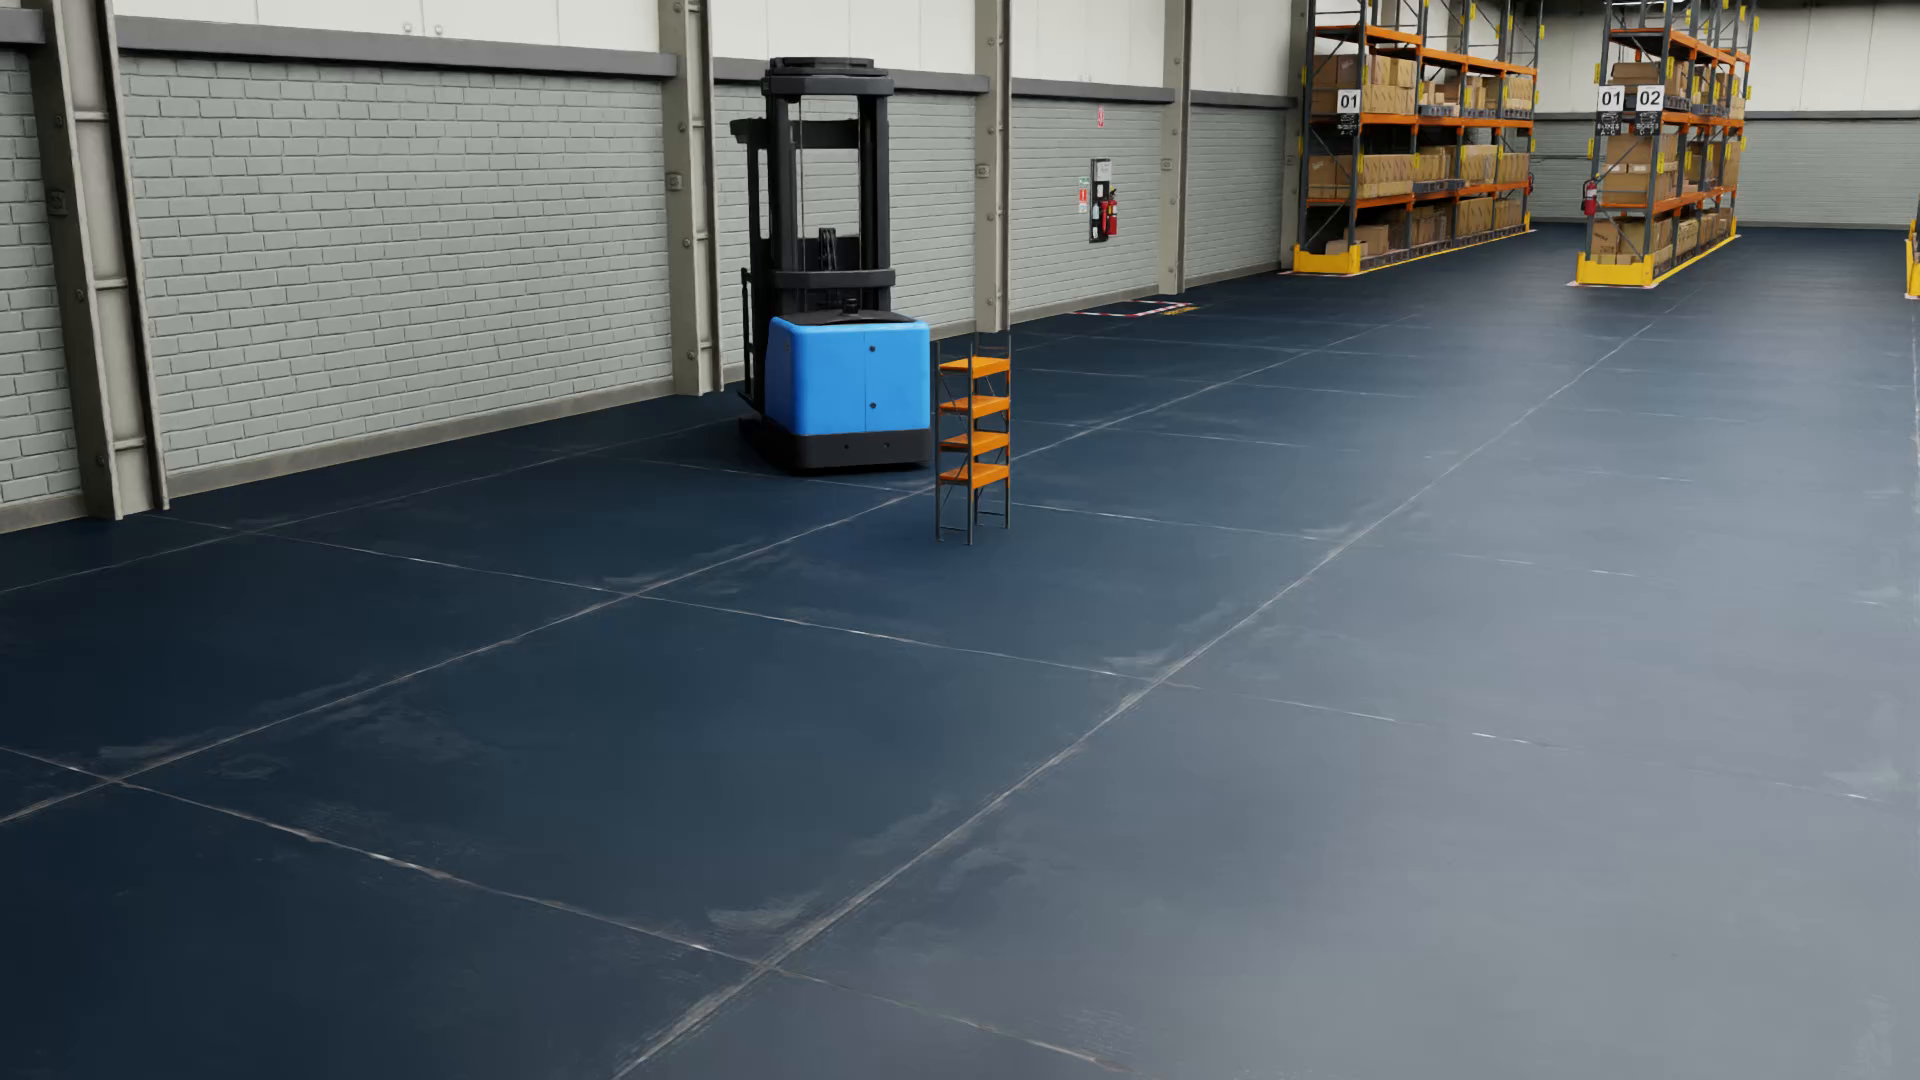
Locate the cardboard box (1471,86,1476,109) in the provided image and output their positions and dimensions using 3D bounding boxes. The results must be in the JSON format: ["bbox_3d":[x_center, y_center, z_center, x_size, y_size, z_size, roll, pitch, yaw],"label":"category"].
[{"bbox_3d":[11.393,-10.120,38.059,0.700,0.500,0.500,7,15,28],"label":"cardboard box"}]

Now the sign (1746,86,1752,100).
[{"bbox_3d":[19.174,-10.867,40.418,0.100,0.325,0.005,7,15,28],"label":"sign"}]

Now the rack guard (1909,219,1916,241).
[{"bbox_3d":[23.032,-7.274,39.139,1.175,0.500,0.348,7,15,28],"label":"rack guard"}]

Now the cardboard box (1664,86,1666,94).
[{"bbox_3d":[11.686,-7.592,28.066,0.380,0.149,0.250,7,15,28],"label":"cardboard box"}]

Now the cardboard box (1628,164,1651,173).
[{"bbox_3d":[11.341,-6.182,27.680,0.380,0.149,0.250,7,15,28],"label":"cardboard box"}]

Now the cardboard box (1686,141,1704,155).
[{"bbox_3d":[16.782,-8.892,38.170,0.500,0.500,0.500,7,15,28],"label":"cardboard box"}]

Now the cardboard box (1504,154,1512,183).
[{"bbox_3d":[13.060,-9.189,41.109,0.980,0.700,0.700,7,15,27],"label":"cardboard box"}]

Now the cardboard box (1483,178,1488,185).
[{"bbox_3d":[12.168,-8.407,39.001,0.380,0.149,0.250,7,15,28],"label":"cardboard box"}]

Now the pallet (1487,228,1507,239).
[{"bbox_3d":[12.862,-7.576,41.009,1.003,0.211,1.213,7,15,28],"label":"pallet"}]

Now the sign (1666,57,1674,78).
[{"bbox_3d":[11.446,-7.620,26.806,0.100,0.325,0.005,7,15,28],"label":"sign"}]

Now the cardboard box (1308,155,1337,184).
[{"bbox_3d":[6.666,-6.745,30.288,0.500,0.500,0.500,7,15,27],"label":"cardboard box"}]

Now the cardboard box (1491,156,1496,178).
[{"bbox_3d":[12.423,-8.864,39.512,0.500,0.500,0.500,7,15,27],"label":"cardboard box"}]

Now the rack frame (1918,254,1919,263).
[{"bbox_3d":[17.231,-6.021,28.608,1.000,3.000,0.127,7,15,28],"label":"rack frame"}]

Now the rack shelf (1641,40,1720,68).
[{"bbox_3d":[13.863,-9.366,32.069,1.077,0.370,4.000,7,15,28],"label":"rack shelf"}]

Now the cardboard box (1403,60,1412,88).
[{"bbox_3d":[8.296,-8.898,31.753,0.500,0.500,0.500,8,16,31],"label":"cardboard box"}]

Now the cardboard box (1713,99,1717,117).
[{"bbox_3d":[15.509,-9.215,35.243,0.910,0.500,0.500,7,15,28],"label":"cardboard box"}]

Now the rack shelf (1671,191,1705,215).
[{"bbox_3d":[13.863,-6.644,32.725,1.077,0.370,4.000,7,15,28],"label":"rack shelf"}]

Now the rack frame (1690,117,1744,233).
[{"bbox_3d":[18.697,-9.045,41.151,1.000,3.000,0.127,7,15,28],"label":"rack frame"}]

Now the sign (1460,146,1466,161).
[{"bbox_3d":[10.971,-8.429,36.294,0.100,0.325,0.005,7,15,28],"label":"sign"}]

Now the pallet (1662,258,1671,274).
[{"bbox_3d":[12.475,-5.069,30.609,1.003,0.211,1.213,7,15,28],"label":"pallet"}]

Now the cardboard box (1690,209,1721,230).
[{"bbox_3d":[17.667,-7.611,39.589,0.797,0.503,0.637,7,15,28],"label":"cardboard box"}]

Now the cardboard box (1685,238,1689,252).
[{"bbox_3d":[14.051,-5.821,32.748,0.500,0.250,0.500,8,16,29],"label":"cardboard box"}]

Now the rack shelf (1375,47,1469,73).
[{"bbox_3d":[9.525,-9.926,34.394,1.077,0.370,4.000,7,15,28],"label":"rack shelf"}]

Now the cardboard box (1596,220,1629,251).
[{"bbox_3d":[11.432,-5.345,29.174,0.500,0.500,0.500,7,15,28],"label":"cardboard box"}]

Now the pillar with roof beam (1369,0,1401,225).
[{"bbox_3d":[12.875,-10.224,33.242,9.100,9.000,0.400,7,15,28],"label":"pillar with roof beam"}]

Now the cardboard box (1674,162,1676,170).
[{"bbox_3d":[12.831,-6.816,30.310,0.380,0.149,0.250,7,15,27],"label":"cardboard box"}]

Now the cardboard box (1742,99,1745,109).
[{"bbox_3d":[18.672,-10.539,40.201,0.500,0.250,0.500,7,15,28],"label":"cardboard box"}]

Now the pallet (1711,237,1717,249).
[{"bbox_3d":[16.404,-6.697,37.364,1.003,0.211,1.213,7,15,28],"label":"pallet"}]

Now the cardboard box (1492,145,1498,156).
[{"bbox_3d":[12.424,-9.227,39.417,0.500,0.250,0.500,8,16,29],"label":"cardboard box"}]

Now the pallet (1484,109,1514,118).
[{"bbox_3d":[12.830,-10.366,40.422,1.003,0.211,1.213,7,15,28],"label":"pallet"}]

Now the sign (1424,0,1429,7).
[{"bbox_3d":[9.024,-10.487,32.171,0.100,0.325,0.005,7,15,28],"label":"sign"}]

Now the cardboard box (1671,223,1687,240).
[{"bbox_3d":[13.810,-5.988,32.245,0.500,0.311,0.500,7,15,26],"label":"cardboard box"}]

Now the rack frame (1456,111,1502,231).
[{"bbox_3d":[12.426,-8.785,40.072,1.000,3.000,0.127,7,15,28],"label":"rack frame"}]

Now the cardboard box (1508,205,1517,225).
[{"bbox_3d":[13.867,-8.337,42.651,0.700,0.500,0.500,7,15,28],"label":"cardboard box"}]

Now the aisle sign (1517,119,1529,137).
[{"bbox_3d":[14.657,-10.850,43.091,0.394,0.787,0.004,7,15,28],"label":"aisle sign"}]

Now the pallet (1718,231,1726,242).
[{"bbox_3d":[17.685,-7.261,39.700,1.003,0.211,1.213,7,15,28],"label":"pallet"}]

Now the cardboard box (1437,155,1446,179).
[{"bbox_3d":[10.027,-8.011,35.711,0.700,0.500,0.500,6,15,23],"label":"cardboard box"}]

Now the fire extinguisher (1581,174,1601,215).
[{"bbox_3d":[10.499,-5.753,27.662,0.296,0.674,0.183,7,15,28],"label":"fire extinguisher"}]

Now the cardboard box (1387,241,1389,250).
[{"bbox_3d":[8.326,-5.867,33.075,0.380,0.166,0.250,5,15,21],"label":"cardboard box"}]

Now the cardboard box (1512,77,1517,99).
[{"bbox_3d":[13.259,-11.008,40.504,0.500,0.500,0.500,7,15,27],"label":"cardboard box"}]

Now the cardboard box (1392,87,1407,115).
[{"bbox_3d":[8.275,-8.426,31.928,0.500,0.500,0.500,6,15,23],"label":"cardboard box"}]

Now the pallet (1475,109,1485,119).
[{"bbox_3d":[11.295,-9.698,37.864,1.003,0.211,1.213,8,16,31],"label":"pallet"}]

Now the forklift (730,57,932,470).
[{"bbox_3d":[-1.153,-2.232,13.037,1.130,2.935,3.031,-4,14,-18],"label":"forklift"}]

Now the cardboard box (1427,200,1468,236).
[{"bbox_3d":[10.962,-7.259,37.435,0.750,0.750,0.750,7,15,27],"label":"cardboard box"}]

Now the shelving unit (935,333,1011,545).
[{"bbox_3d":[0.080,-0.617,10.034,0.258,1.200,0.503,7,15,28],"label":"shelving unit"}]

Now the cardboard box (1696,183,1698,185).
[{"bbox_3d":[16.781,-8.404,38.281,0.500,0.500,0.500,8,16,29],"label":"cardboard box"}]

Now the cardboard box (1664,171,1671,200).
[{"bbox_3d":[12.438,-6.431,30.095,0.700,0.500,0.500,7,15,27],"label":"cardboard box"}]

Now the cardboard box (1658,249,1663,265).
[{"bbox_3d":[12.143,-5.022,29.435,0.500,0.250,0.500,7,15,28],"label":"cardboard box"}]

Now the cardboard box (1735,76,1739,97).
[{"bbox_3d":[18.000,-10.723,39.364,0.700,0.500,0.500,7,15,28],"label":"cardboard box"}]

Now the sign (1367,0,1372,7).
[{"bbox_3d":[8.070,-10.653,32.689,0.100,0.325,0.005,7,15,28],"label":"sign"}]

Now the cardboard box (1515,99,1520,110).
[{"bbox_3d":[13.491,-10.744,41.008,0.500,0.250,0.500,7,15,26],"label":"cardboard box"}]

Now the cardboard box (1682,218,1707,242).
[{"bbox_3d":[15.548,-6.571,35.286,0.500,0.500,0.500,7,15,26],"label":"cardboard box"}]

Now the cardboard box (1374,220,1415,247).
[{"bbox_3d":[8.899,-6.295,34.139,0.700,0.500,0.500,8,16,30],"label":"cardboard box"}]

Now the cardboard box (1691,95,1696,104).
[{"bbox_3d":[14.136,-8.668,32.611,0.500,0.250,0.500,7,15,27],"label":"cardboard box"}]

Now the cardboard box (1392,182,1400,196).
[{"bbox_3d":[8.117,-6.742,31.878,0.500,0.250,0.500,7,15,28],"label":"cardboard box"}]

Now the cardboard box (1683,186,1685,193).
[{"bbox_3d":[14.263,-7.013,33.261,0.380,0.149,0.250,9,16,32],"label":"cardboard box"}]
